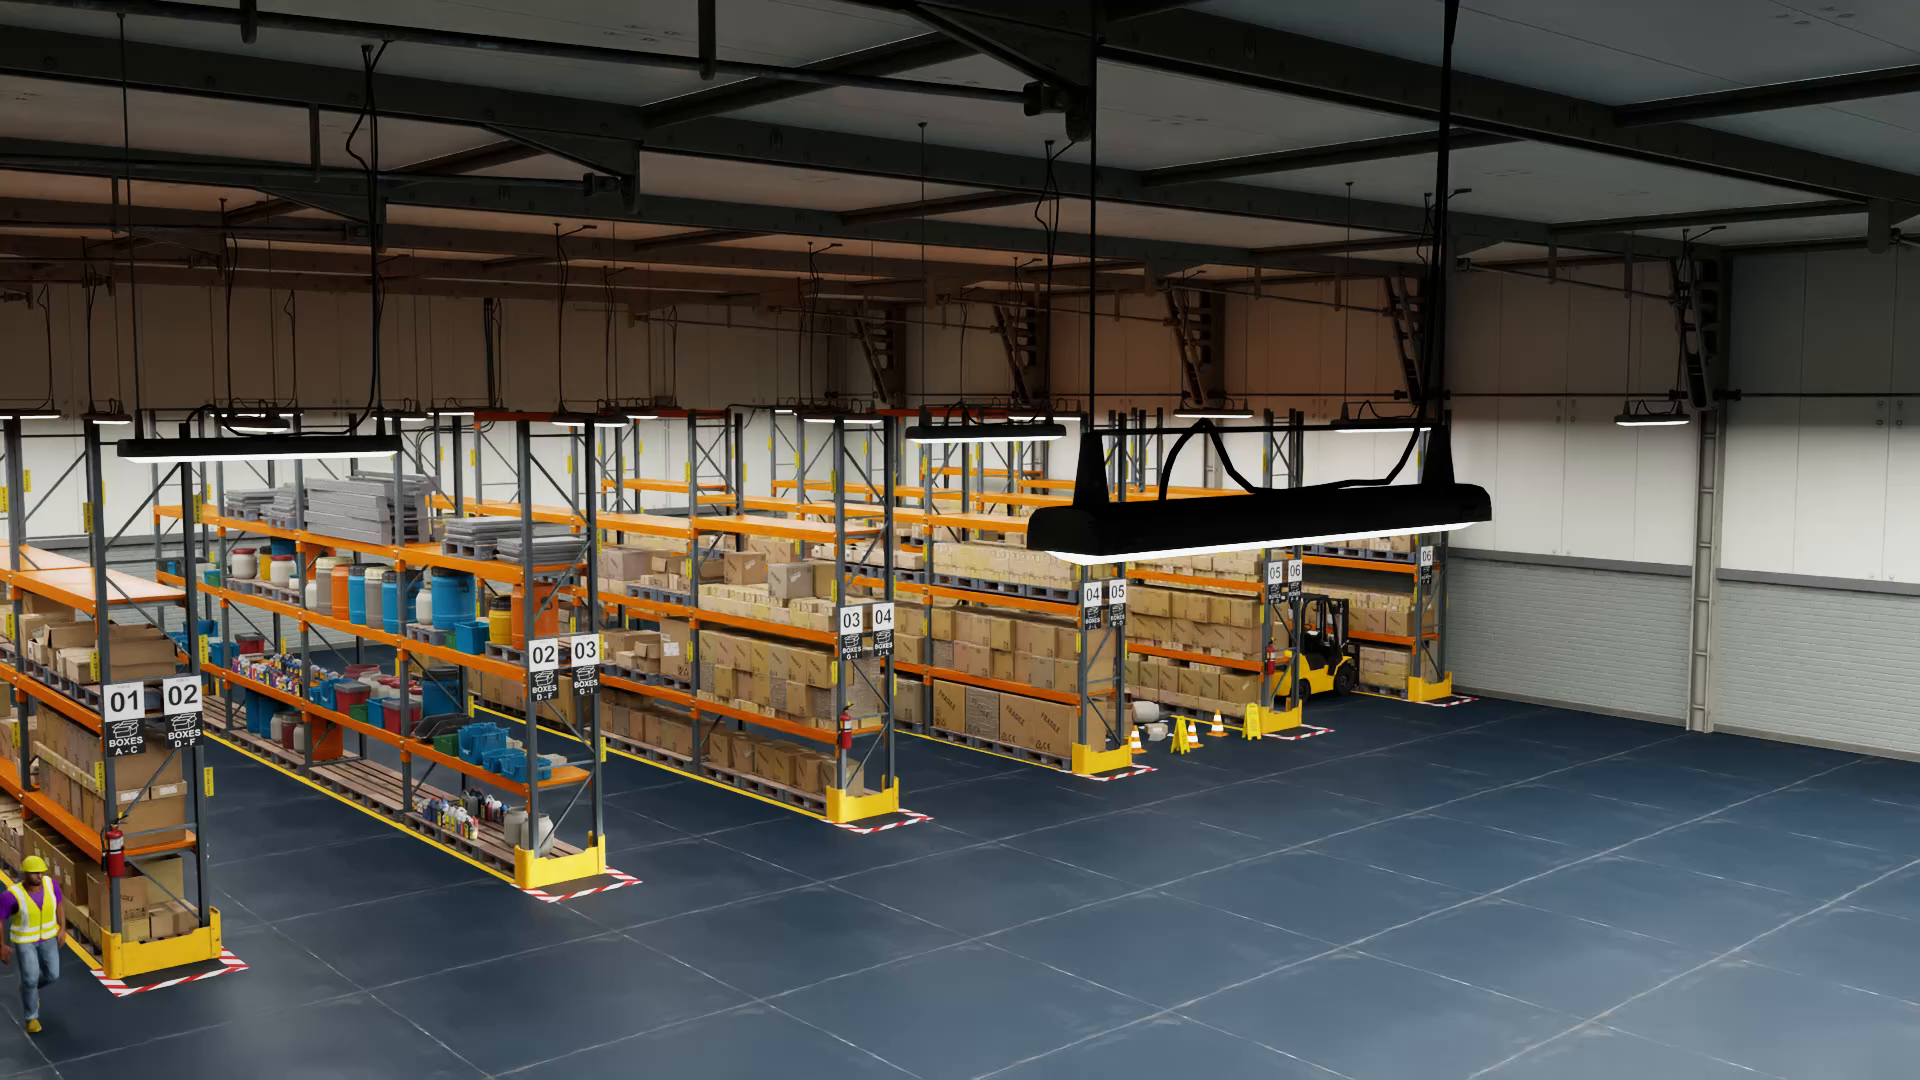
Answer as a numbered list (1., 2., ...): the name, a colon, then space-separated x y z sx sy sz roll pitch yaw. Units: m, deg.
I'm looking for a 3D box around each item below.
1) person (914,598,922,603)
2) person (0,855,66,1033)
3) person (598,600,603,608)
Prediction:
1. person: -0.964 2.095 37.004 0.580 1.623 0.570 4 7 40
2. person: -9.347 4.002 16.694 0.656 1.743 0.659 4 6 35
3. person: -9.462 1.613 43.708 0.569 1.744 1.077 0 5 -3
